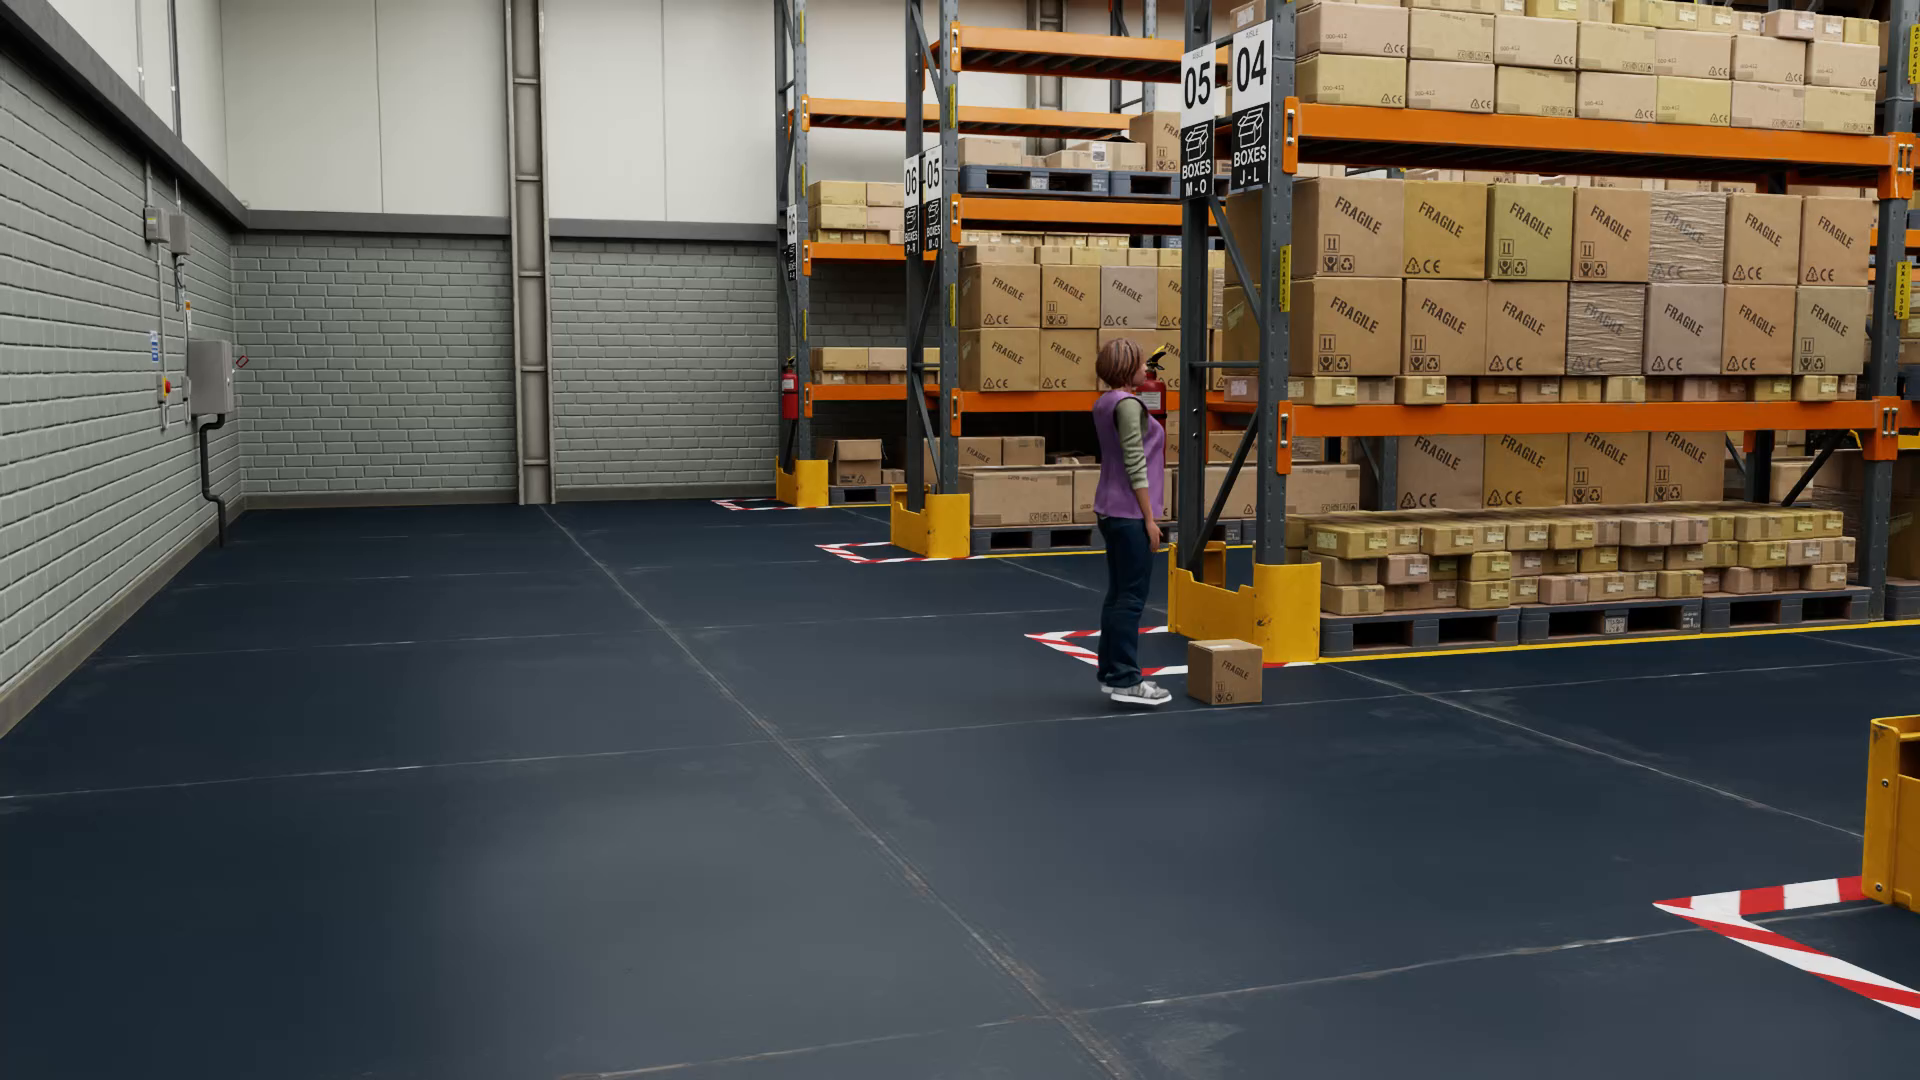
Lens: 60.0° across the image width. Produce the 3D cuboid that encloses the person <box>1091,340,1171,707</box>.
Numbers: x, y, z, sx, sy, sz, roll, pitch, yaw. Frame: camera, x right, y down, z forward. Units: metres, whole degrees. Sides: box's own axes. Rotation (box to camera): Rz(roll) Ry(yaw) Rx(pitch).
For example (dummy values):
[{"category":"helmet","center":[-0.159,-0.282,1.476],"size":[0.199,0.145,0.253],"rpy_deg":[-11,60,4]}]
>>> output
[{"category":"person","center":[0.749,-0.024,7.318],"size":[0.317,1.505,0.411],"rpy_deg":[-2,6,-18]}]
